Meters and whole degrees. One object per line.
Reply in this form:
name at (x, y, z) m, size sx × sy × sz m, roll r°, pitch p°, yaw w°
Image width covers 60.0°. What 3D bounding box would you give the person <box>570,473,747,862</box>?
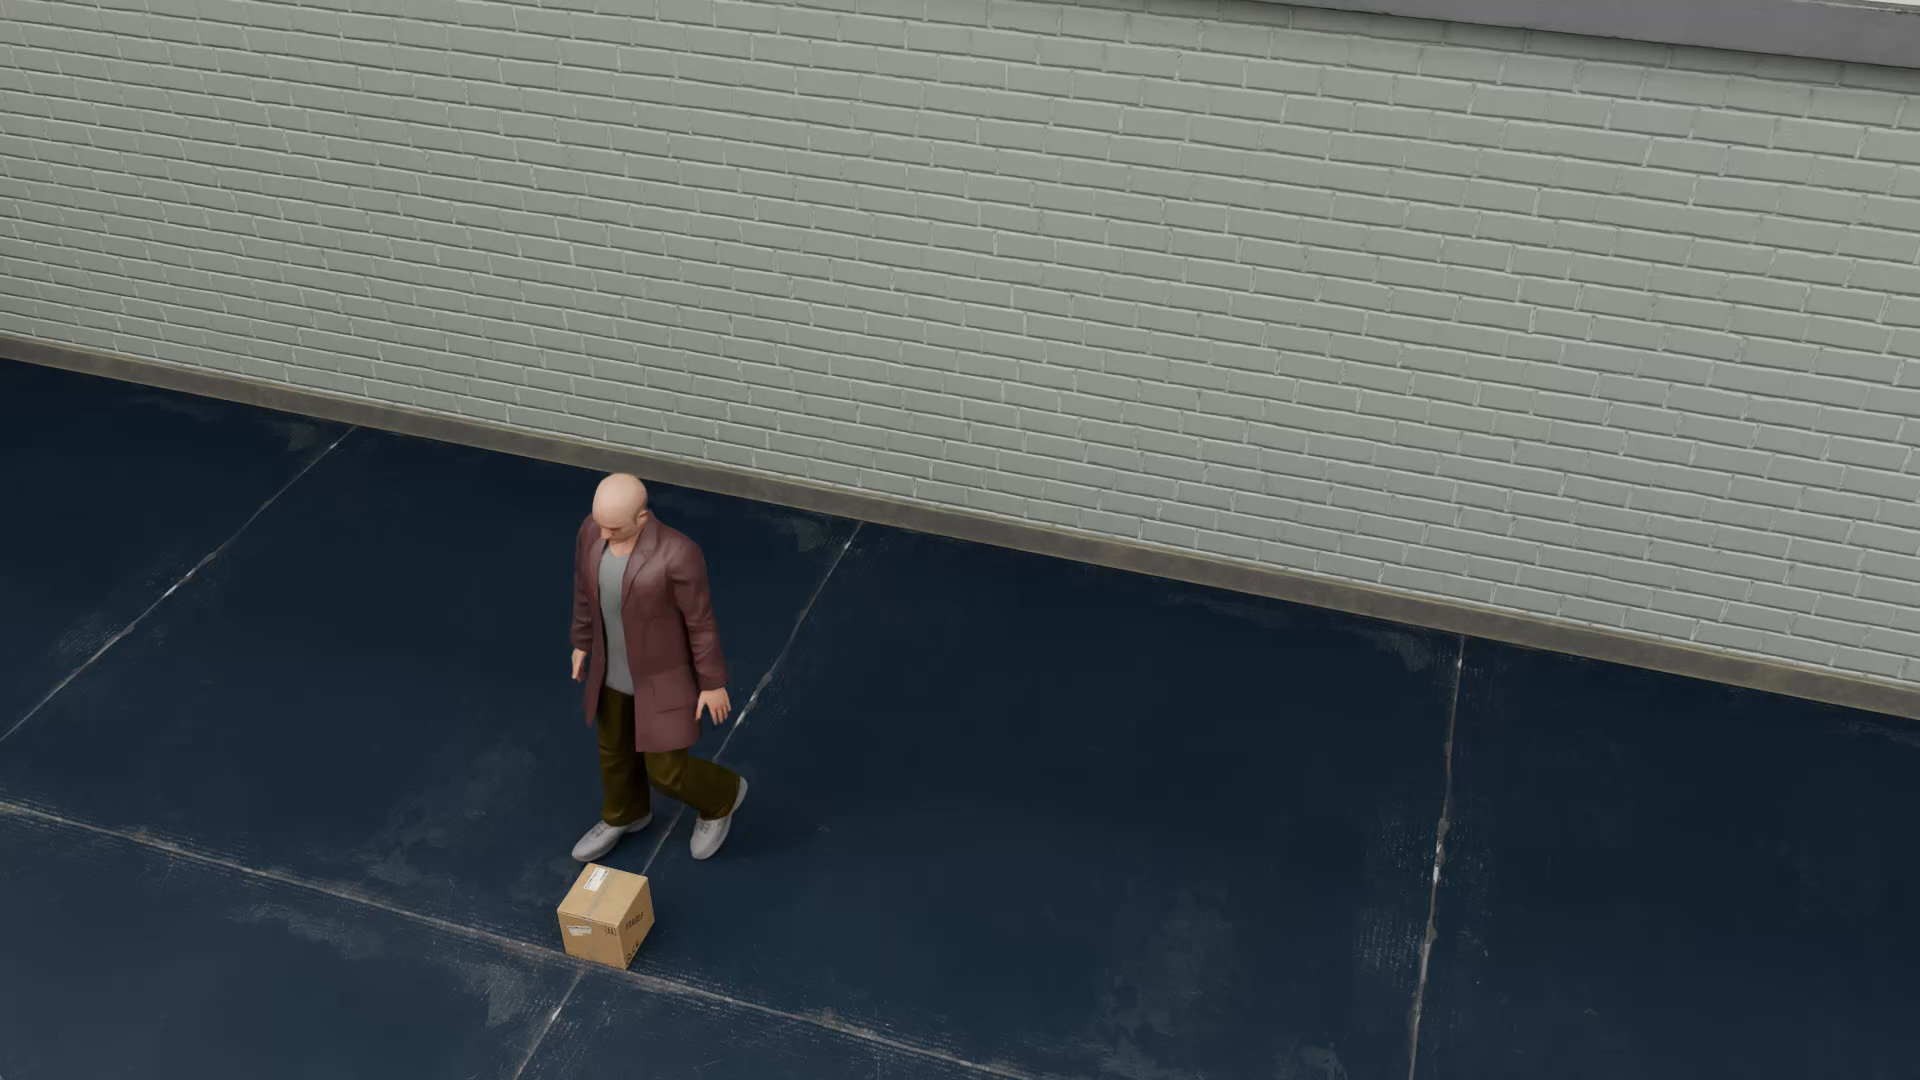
person at (-1.192, 0.498, 6.209) m, size 0.691 × 1.777 × 0.586 m, roll 20°, pitch 41°, yaw 24°
